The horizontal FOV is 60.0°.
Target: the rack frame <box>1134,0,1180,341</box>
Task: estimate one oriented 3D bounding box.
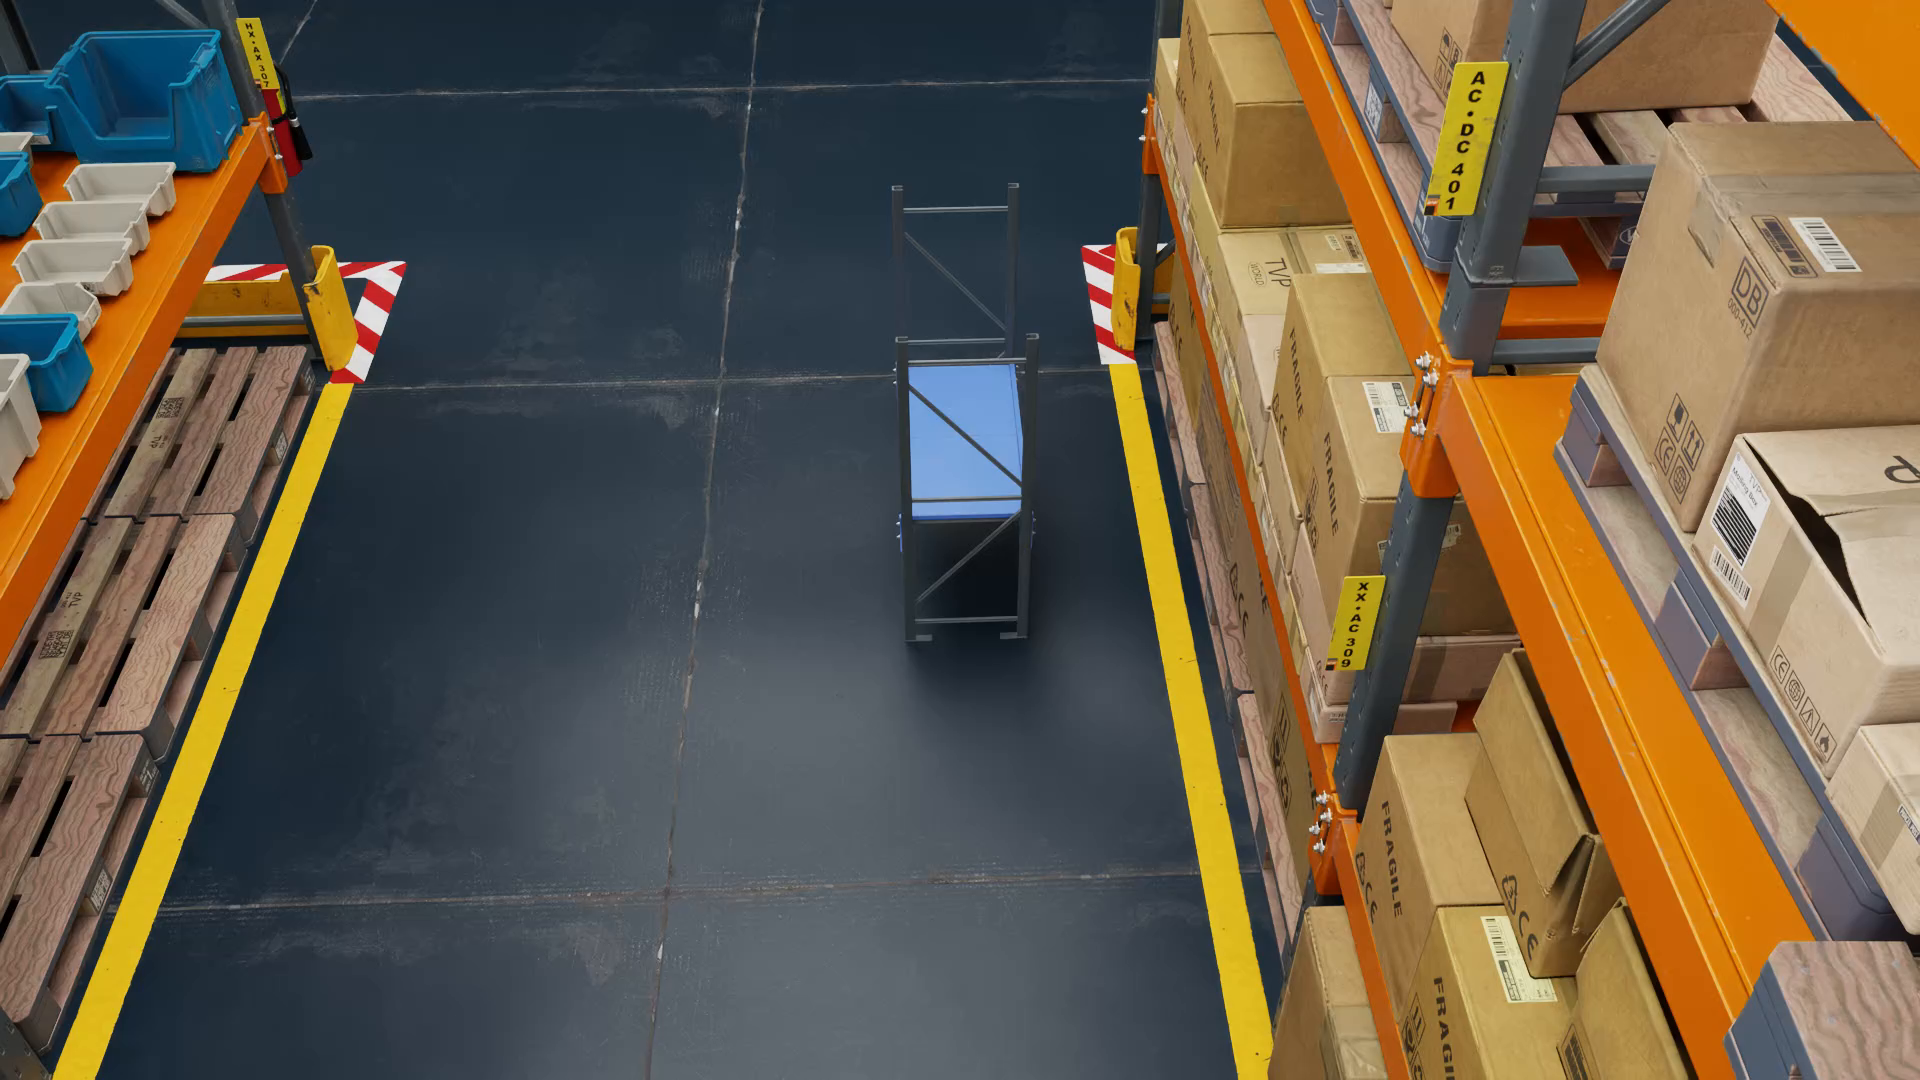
[{"bbox_3d":[1.358,-2.161,7.387,1.000,3.000,0.127,-2,43,-2],"label":"rack frame"}]

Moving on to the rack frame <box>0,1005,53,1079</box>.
[{"bbox_3d":[-3.421,0.682,4.286,1.000,3.000,0.127,-2,43,-2],"label":"rack frame"}]

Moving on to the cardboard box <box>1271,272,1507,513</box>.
[{"bbox_3d":[1.224,-0.432,4.837,0.500,0.500,0.500,-1,43,-1],"label":"cardboard box"}]

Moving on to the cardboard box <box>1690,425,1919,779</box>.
[{"bbox_3d":[1.485,0.055,2.505,0.500,0.311,0.500,-3,43,-3],"label":"cardboard box"}]

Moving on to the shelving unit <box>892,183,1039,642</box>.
[{"bbox_3d":[0.004,-0.495,6.680,0.538,1.500,1.048,-2,43,-2],"label":"shelving unit"}]

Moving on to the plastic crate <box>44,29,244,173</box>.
[{"bbox_3d":[-3.390,-1.833,6.959,0.616,0.435,0.499,-2,43,-2],"label":"plastic crate"}]

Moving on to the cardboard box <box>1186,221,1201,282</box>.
[{"bbox_3d":[1.089,-1.125,6.444,0.380,0.149,0.250,-2,43,-3],"label":"cardboard box"}]

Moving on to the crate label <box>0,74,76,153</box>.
[{"bbox_3d":[-3.909,-1.803,7.076,0.416,0.233,0.303,-2,43,-2],"label":"crate label"}]

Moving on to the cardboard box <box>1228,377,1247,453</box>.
[{"bbox_3d":[1.133,-0.432,5.687,0.380,0.149,0.250,-2,43,-2],"label":"cardboard box"}]

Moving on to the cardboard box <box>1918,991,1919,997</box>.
[{"bbox_3d":[1.590,0.563,1.809,0.797,0.503,0.637,-2,43,-2],"label":"cardboard box"}]

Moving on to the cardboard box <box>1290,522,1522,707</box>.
[{"bbox_3d":[1.247,0.195,4.708,0.500,0.250,0.500,-2,43,-3],"label":"cardboard box"}]

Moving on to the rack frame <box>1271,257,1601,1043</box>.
[{"bbox_3d":[1.528,0.540,4.441,1.000,3.000,0.127,-2,43,-2],"label":"rack frame"}]

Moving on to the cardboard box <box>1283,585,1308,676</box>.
[{"bbox_3d":[1.177,0.262,4.930,0.380,0.149,0.250,-1,43,-1],"label":"cardboard box"}]

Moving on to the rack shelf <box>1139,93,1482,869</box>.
[{"bbox_3d":[1.443,-0.545,6.157,1.077,0.370,4.000,-2,43,-2],"label":"rack shelf"}]

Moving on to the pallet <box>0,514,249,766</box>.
[{"bbox_3d":[-3.545,0.389,6.670,1.003,0.211,1.213,-2,43,-2],"label":"pallet"}]

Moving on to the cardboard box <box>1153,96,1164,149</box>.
[{"bbox_3d":[1.043,-1.819,7.200,0.380,0.149,0.250,-1,43,-1],"label":"cardboard box"}]

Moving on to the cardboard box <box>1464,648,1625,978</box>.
[{"bbox_3d":[1.563,0.564,3.598,0.797,0.503,0.637,-3,43,-3],"label":"cardboard box"}]

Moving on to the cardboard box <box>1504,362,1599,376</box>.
[{"bbox_3d":[1.750,-0.454,4.862,0.500,0.500,0.500,-2,43,-2],"label":"cardboard box"}]

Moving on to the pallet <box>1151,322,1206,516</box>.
[{"bbox_3d":[1.470,-0.595,7.743,1.003,0.211,1.213,-2,43,-2],"label":"pallet"}]

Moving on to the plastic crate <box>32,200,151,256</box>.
[{"bbox_3d":[-3.377,-1.202,6.492,0.396,0.136,0.243,-2,43,-2],"label":"plastic crate"}]

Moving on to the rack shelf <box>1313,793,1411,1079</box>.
[{"bbox_3d":[1.613,2.155,3.211,1.077,0.370,4.000,-2,43,-2],"label":"rack shelf"}]

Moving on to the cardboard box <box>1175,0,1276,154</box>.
[{"bbox_3d":[1.130,-1.822,6.354,0.500,0.500,0.500,-3,43,-3],"label":"cardboard box"}]

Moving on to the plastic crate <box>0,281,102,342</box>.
[{"bbox_3d":[-3.310,-0.815,6.070,0.298,0.136,0.250,-2,43,-2],"label":"plastic crate"}]

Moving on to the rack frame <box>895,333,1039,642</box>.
[{"bbox_3d":[0.025,-0.152,6.306,0.500,1.500,0.032,-2,43,-2],"label":"rack frame"}]

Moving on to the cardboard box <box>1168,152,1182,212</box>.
[{"bbox_3d":[1.067,-1.473,6.823,0.380,0.149,0.250,-3,43,-3],"label":"cardboard box"}]

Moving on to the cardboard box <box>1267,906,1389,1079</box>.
[{"bbox_3d":[1.575,1.600,4.547,1.225,0.875,0.875,-2,43,-2],"label":"cardboard box"}]

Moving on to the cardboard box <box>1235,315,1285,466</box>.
[{"bbox_3d":[1.201,-0.499,5.465,0.500,0.250,0.500,-1,43,-1],"label":"cardboard box"}]

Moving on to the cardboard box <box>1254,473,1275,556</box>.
[{"bbox_3d":[1.155,-0.085,5.309,0.380,0.149,0.250,-1,43,-1],"label":"cardboard box"}]

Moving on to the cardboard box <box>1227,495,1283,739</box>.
[{"bbox_3d":[1.542,0.113,6.169,0.875,0.875,0.875,-2,43,-2],"label":"cardboard box"}]

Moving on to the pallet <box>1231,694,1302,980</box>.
[{"bbox_3d":[1.574,1.052,5.946,1.003,0.211,1.213,-2,43,-2],"label":"pallet"}]

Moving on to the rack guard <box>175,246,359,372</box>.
[{"bbox_3d":[-3.604,-1.113,8.094,1.175,0.500,0.348,-2,43,-2],"label":"rack guard"}]

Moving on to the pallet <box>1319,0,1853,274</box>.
[{"bbox_3d":[1.504,-1.086,4.061,1.003,0.211,1.213,-2,43,-2],"label":"pallet"}]

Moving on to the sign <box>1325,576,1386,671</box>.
[{"bbox_3d":[0.974,0.208,4.104,0.100,0.325,0.005,-2,43,-2],"label":"sign"}]

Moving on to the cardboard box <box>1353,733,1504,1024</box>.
[{"bbox_3d":[1.298,0.821,4.061,0.500,0.500,0.500,-2,43,-2],"label":"cardboard box"}]

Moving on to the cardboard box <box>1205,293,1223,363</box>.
[{"bbox_3d":[1.110,-0.781,6.068,0.380,0.149,0.250,-3,43,-3],"label":"cardboard box"}]

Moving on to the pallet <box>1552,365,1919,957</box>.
[{"bbox_3d":[1.616,0.122,2.819,0.805,0.209,1.217,-3,43,-4],"label":"pallet"}]

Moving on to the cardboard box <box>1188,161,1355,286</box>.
[{"bbox_3d":[1.155,-1.193,6.223,0.500,0.250,0.500,-3,43,-3],"label":"cardboard box"}]

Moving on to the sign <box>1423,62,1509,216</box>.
[{"bbox_3d":[0.974,-0.769,3.208,0.100,0.325,0.005,-2,43,-2],"label":"sign"}]

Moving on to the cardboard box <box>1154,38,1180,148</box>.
[{"bbox_3d":[1.109,-1.883,6.976,0.500,0.250,0.500,-3,43,-3],"label":"cardboard box"}]

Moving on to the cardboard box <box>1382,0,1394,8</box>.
[{"bbox_3d":[1.416,-1.684,4.189,0.700,0.500,0.500,0,43,0],"label":"cardboard box"}]

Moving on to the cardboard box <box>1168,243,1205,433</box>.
[{"bbox_3d":[1.465,-1.102,7.495,0.875,0.875,0.875,-2,43,-2],"label":"cardboard box"}]

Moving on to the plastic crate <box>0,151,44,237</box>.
[{"bbox_3d":[-3.881,-1.358,6.592,0.416,0.233,0.300,-2,43,-2],"label":"plastic crate"}]
